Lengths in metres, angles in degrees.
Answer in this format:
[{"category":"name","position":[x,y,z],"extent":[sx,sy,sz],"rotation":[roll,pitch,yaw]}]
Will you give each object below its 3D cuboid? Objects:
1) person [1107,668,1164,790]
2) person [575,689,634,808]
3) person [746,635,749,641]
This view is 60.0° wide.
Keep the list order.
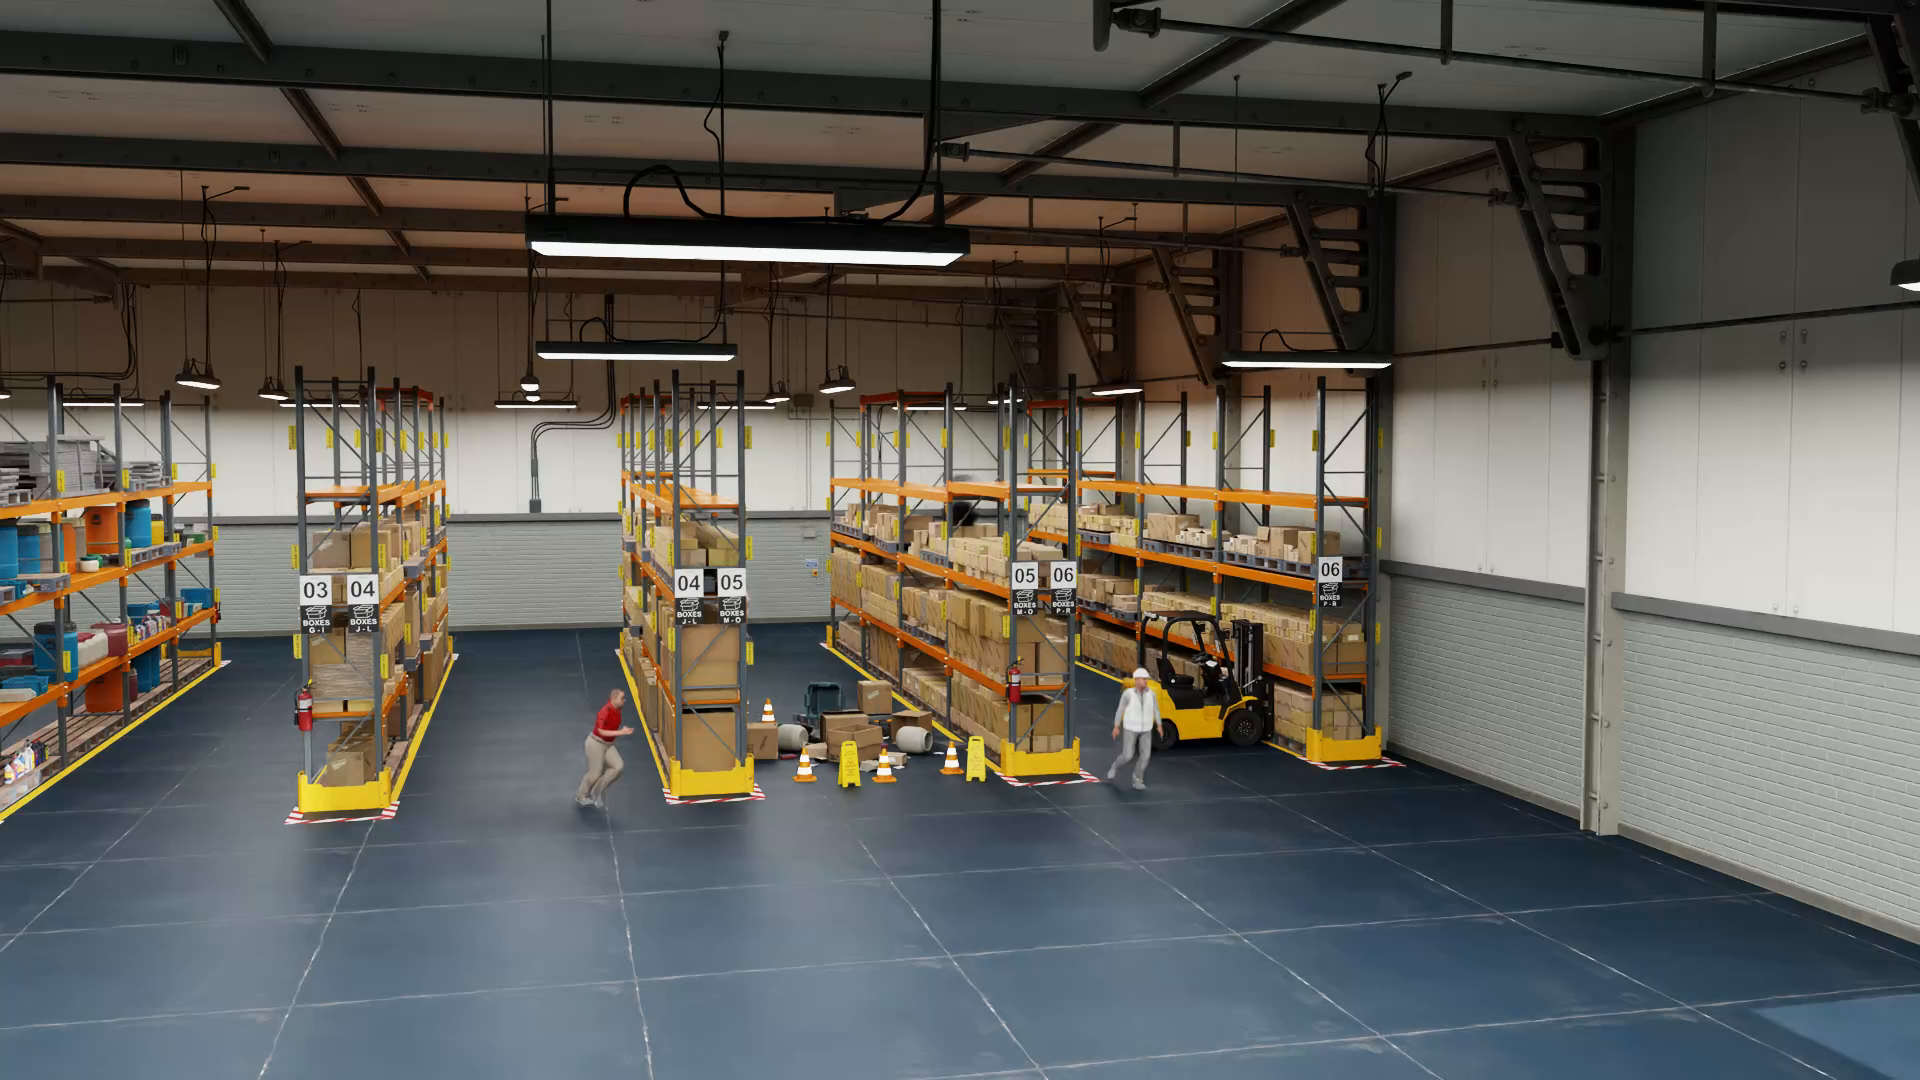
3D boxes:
[{"category":"person","position":[2.516,2.701,23.938],"extent":[0.693,1.746,0.676],"rotation":[-1,4,-17]},{"category":"person","position":[-4.840,2.843,22.668],"extent":[0.893,1.667,0.664],"rotation":[1,4,17]},{"category":"person","position":[-5.347,1.818,39.861],"extent":[0.566,1.639,0.564],"rotation":[0,3,8]}]
